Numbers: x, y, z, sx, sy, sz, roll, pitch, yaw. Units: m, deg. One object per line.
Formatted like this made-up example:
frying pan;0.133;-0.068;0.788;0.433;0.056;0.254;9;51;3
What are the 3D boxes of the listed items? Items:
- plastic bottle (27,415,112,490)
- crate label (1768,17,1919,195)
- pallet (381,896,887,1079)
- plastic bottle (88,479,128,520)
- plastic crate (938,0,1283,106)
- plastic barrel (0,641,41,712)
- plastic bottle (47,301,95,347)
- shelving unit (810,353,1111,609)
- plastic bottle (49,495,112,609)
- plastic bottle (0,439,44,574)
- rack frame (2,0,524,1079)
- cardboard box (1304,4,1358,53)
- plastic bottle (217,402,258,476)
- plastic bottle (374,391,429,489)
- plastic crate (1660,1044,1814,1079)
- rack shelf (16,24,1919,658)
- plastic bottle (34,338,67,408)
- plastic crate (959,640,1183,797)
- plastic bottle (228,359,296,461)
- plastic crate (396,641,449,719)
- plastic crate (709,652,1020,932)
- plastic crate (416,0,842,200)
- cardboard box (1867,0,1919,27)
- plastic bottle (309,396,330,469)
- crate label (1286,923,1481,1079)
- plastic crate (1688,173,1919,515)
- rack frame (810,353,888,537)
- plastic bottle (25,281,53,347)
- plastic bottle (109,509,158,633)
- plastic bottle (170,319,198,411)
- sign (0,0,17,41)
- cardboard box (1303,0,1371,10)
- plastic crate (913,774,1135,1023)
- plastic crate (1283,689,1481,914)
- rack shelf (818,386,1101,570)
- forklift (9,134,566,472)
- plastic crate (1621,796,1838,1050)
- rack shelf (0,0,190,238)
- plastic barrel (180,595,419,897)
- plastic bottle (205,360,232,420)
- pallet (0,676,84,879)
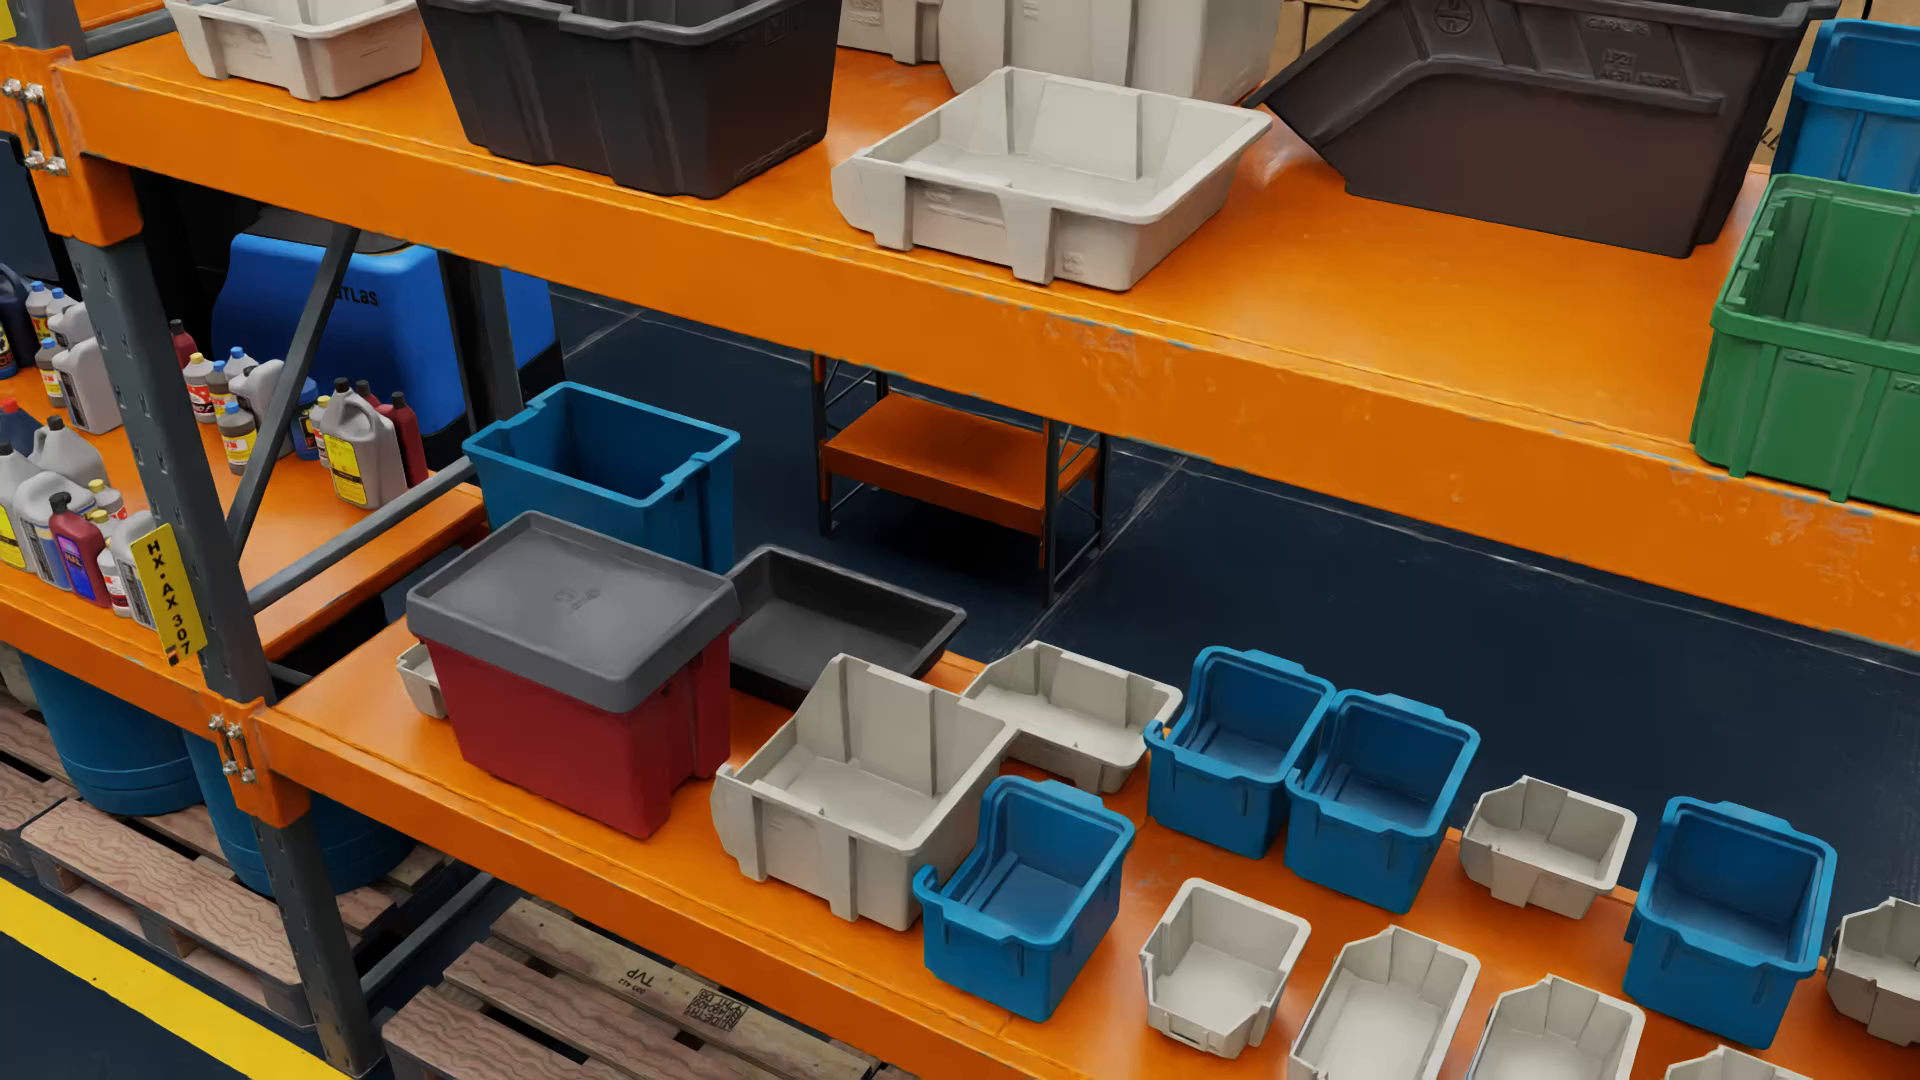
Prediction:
plastic bottle;-2.330;-0.172;4.346;0.185;0.351;0.144;18;37;24
crate label;1.391;-0.523;2.257;0.502;0.251;0.408;18;37;24
pallet;-0.784;1.317;4.582;1.213;0.211;1.003;18;37;24
plastic bottle;-2.215;-0.063;4.318;0.097;0.201;0.097;0;34;0
plastic crate;0.260;-0.885;2.773;0.530;0.282;0.437;18;37;24
plastic barrel;-2.966;0.283;5.485;0.421;0.512;0.421;0;34;0
plastic bottle;-2.660;-0.605;5.064;0.135;0.276;0.152;18;37;24
shelving unit;0.006;-0.466;6.435;1.048;1.125;0.538;18;37;24
plastic bottle;-2.167;0.027;4.109;0.133;0.283;0.061;18;37;24
plastic bottle;-2.402;-0.102;4.242;0.185;0.351;0.144;18;37;24
rack frame;-1.441;-0.027;4.085;0.127;3.000;1.000;18;37;24
cardboard box;1.773;-2.041;7.019;0.500;0.500;0.500;18;38;25
plastic bottle;-2.018;-0.291;4.660;0.097;0.201;0.097;0;34;0
plastic bottle;-1.548;-0.285;4.577;0.133;0.283;0.061;18;37;24
plastic crate;1.234;1.020;2.695;0.243;0.136;0.396;18;37;24
rack shelf;0.295;-0.426;2.627;4.000;0.370;1.077;18;37;24
plastic bottle;-2.705;-0.509;4.987;0.097;0.201;0.097;0;34;0
plastic crate;0.220;0.392;3.639;0.466;0.136;0.293;18;37;24
plastic bottle;-1.972;-0.387;4.737;0.135;0.276;0.152;18;37;24
plastic crate;-1.108;0.254;3.846;0.243;0.136;0.396;18;37;24
plastic crate;-0.207;0.506;3.337;0.530;0.282;0.437;18;37;24
plastic crate;-0.499;-0.748;2.578;0.590;0.269;0.497;18;37;24
cardboard box;3.531;-1.896;5.899;0.500;0.500;0.500;19;38;26
plastic bottle;-1.773;-0.310;4.689;0.097;0.201;0.097;0;34;0
crate label;0.735;0.869;2.923;0.243;0.136;0.396;18;37;24
plastic crate;1.033;-0.221;1.861;0.336;0.188;0.450;18;37;24
rack frame;-0.435;-0.606;6.645;0.032;1.125;0.500;18;37;24
plastic bottle;-2.831;-0.675;5.173;0.097;0.271;0.097;0;34;0
plastic bottle;-1.944;0.071;4.048;0.135;0.276;0.152;18;37;24
plastic bottle;-2.319;-0.529;4.944;0.133;0.283;0.061;18;37;24
sign;-1.716;-1.015;2.854;0.005;0.325;0.100;18;37;24
cardboard box;1.737;-2.461;6.747;0.500;0.500;0.500;16;37;23
plastic crate;0.121;0.676;3.125;0.300;0.233;0.416;18;37;24
plastic crate;0.837;0.529;3.346;0.300;0.233;0.416;18;37;24
rack shelf;0.006;-0.263;6.571;1.000;0.278;0.538;18;37;24
forklift;-3.394;-1.934;7.010;3.031;2.935;1.130;12;35;17
plastic crate;1.409;0.710;3.074;0.300;0.233;0.416;18;37;24
rack shelf;-3.178;-1.526;4.279;4.000;0.370;1.077;18;37;24
plastic barrel;-1.905;0.513;4.787;0.708;0.901;0.600;18;37;24
plastic bottle;-2.144;-0.428;4.865;0.097;0.201;0.097;0;34;0
pallet;-3.154;0.566;5.710;1.213;0.211;1.003;18;37;24
